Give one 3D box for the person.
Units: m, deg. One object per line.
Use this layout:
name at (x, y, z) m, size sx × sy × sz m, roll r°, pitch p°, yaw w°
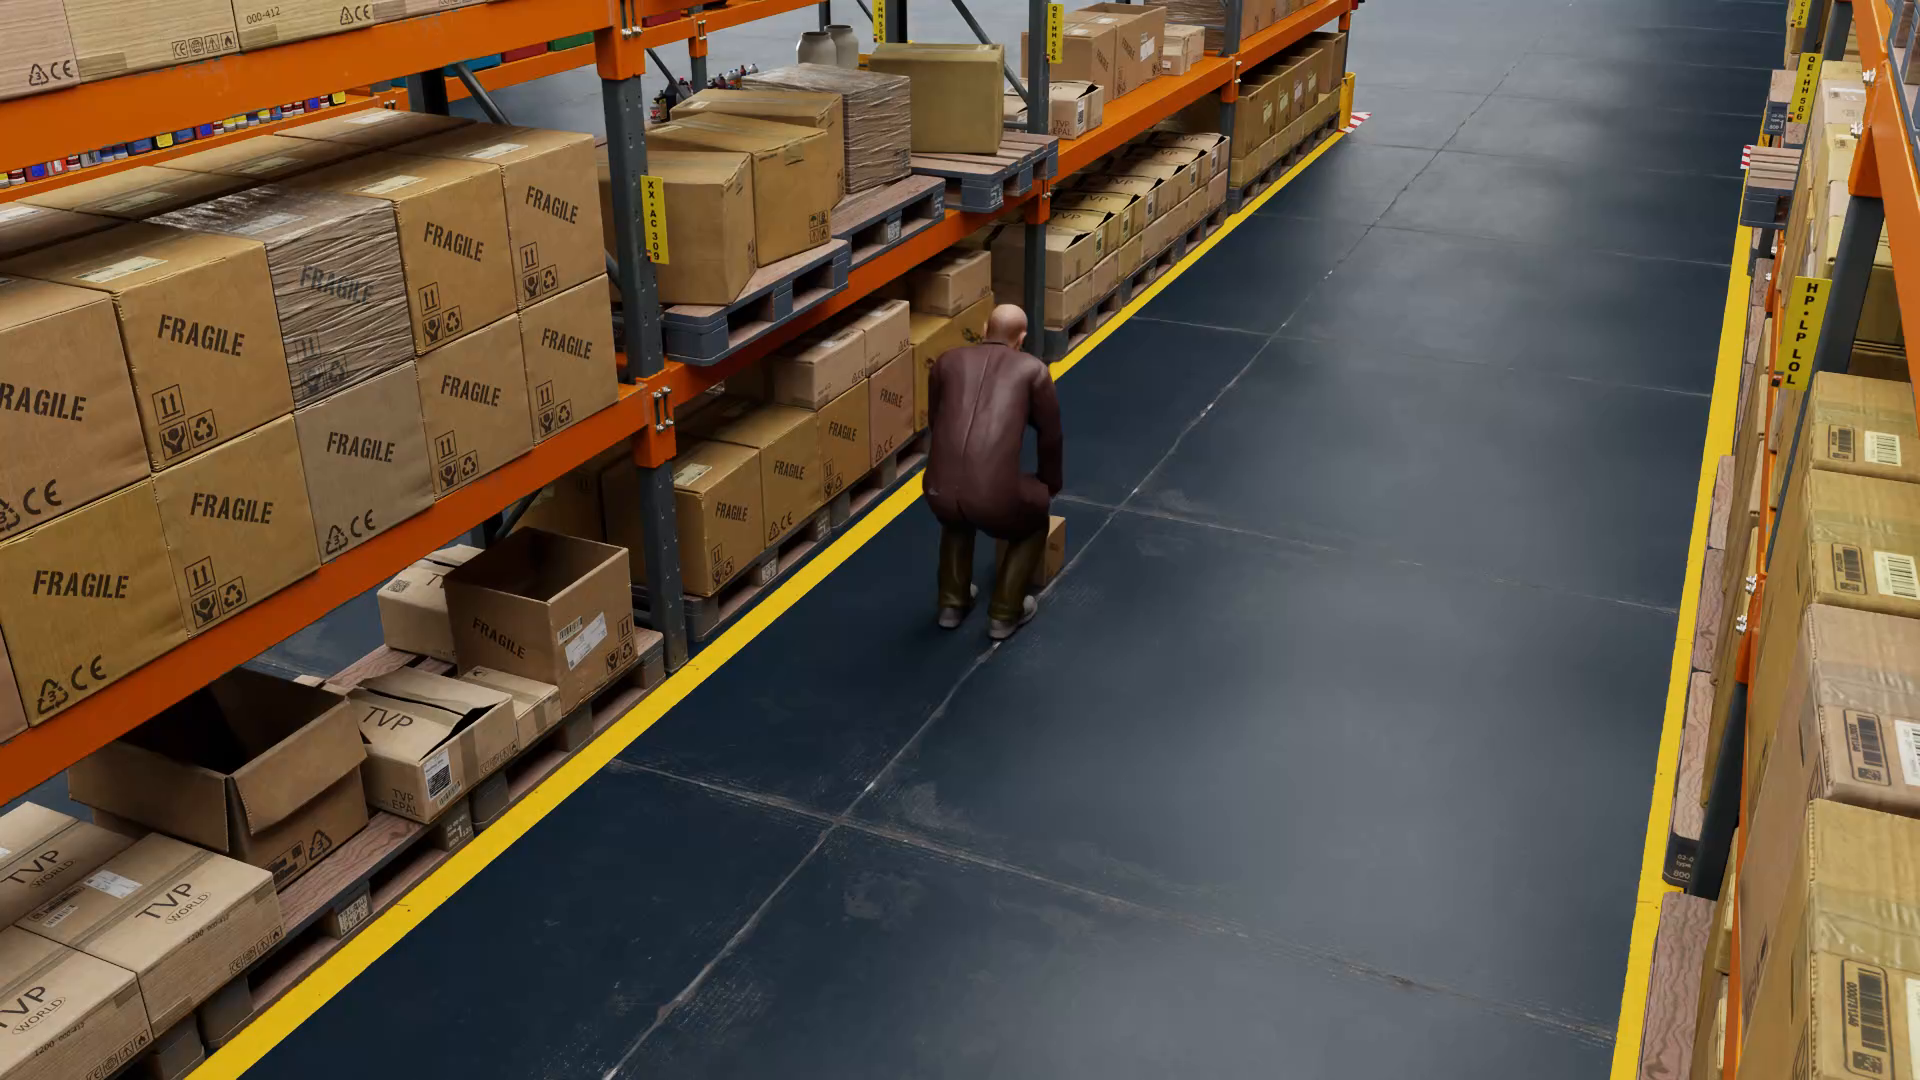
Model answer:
person at (0.109, -0.283, 7.212) m, size 0.623 × 1.349 × 0.752 m, roll 11°, pitch 28°, yaw 22°
